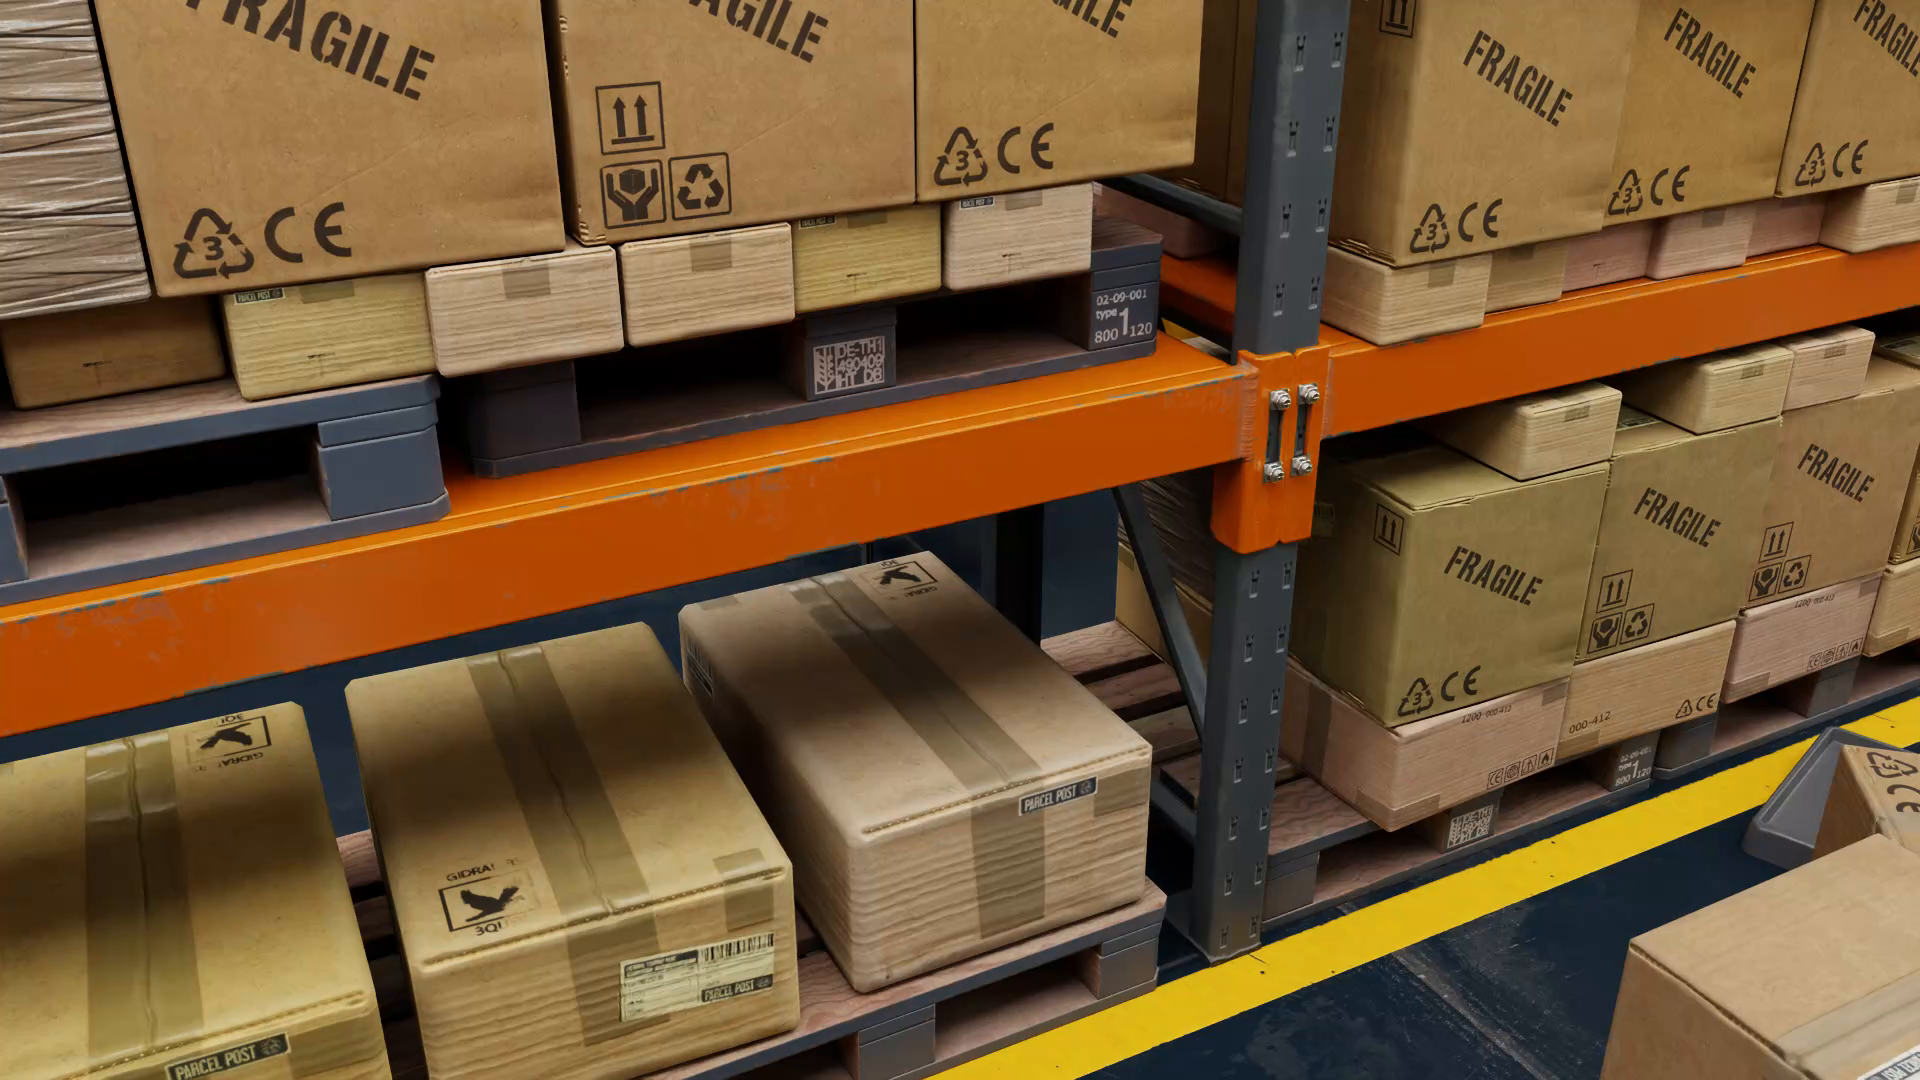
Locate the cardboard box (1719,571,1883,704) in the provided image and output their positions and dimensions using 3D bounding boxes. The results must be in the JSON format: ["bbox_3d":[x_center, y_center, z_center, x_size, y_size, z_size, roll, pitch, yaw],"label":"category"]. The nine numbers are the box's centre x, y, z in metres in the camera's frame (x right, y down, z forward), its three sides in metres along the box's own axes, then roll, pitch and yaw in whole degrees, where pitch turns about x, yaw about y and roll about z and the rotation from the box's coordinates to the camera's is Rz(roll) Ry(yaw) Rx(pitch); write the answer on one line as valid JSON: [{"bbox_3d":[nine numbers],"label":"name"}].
[{"bbox_3d":[1.917,0.135,4.195,0.500,0.250,0.500,-13,29,-26],"label":"cardboard box"}]

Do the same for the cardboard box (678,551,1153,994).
[{"bbox_3d":[-0.124,0.427,3.446,0.625,0.372,0.950,-13,28,-24],"label":"cardboard box"}]

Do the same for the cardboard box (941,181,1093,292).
[{"bbox_3d":[0.013,-0.542,2.718,0.250,0.149,0.380,-13,28,-24],"label":"cardboard box"}]

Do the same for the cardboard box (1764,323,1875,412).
[{"bbox_3d":[1.812,-0.437,3.771,0.250,0.149,0.380,-11,28,-22],"label":"cardboard box"}]

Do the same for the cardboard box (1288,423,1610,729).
[{"bbox_3d":[0.985,0.019,3.570,0.500,0.500,0.500,-12,28,-23],"label":"cardboard box"}]

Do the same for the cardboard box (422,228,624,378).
[{"bbox_3d":[-0.662,-0.376,2.372,0.250,0.149,0.380,-13,28,-25],"label":"cardboard box"}]

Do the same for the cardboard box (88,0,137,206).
[{"bbox_3d":[-1.544,-0.752,2.407,0.500,0.500,0.500,-14,29,-27],"label":"cardboard box"}]

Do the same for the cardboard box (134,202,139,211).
[{"bbox_3d":[-1.203,-0.540,2.714,0.250,0.149,0.380,-13,28,-25],"label":"cardboard box"}]

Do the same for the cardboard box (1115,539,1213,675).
[{"bbox_3d":[0.732,0.151,4.162,0.500,0.250,0.500,-12,28,-23],"label":"cardboard box"}]

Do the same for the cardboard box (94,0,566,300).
[{"bbox_3d":[-0.858,-0.659,2.212,0.500,0.500,0.500,-12,28,-23],"label":"cardboard box"}]

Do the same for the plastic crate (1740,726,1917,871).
[{"bbox_3d":[2.108,0.633,3.838,0.402,0.080,0.583,21,33,37],"label":"plastic crate"}]

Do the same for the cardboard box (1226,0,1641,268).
[{"bbox_3d":[0.857,-0.839,3.072,0.500,0.500,0.500,-13,29,-25],"label":"cardboard box"}]

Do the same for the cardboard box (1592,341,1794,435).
[{"bbox_3d":[1.576,-0.381,3.655,0.250,0.149,0.380,-12,28,-23],"label":"cardboard box"}]

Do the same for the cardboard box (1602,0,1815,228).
[{"bbox_3d":[1.289,-0.950,3.303,0.500,0.500,0.500,-13,29,-25],"label":"cardboard box"}]

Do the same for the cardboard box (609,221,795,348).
[{"bbox_3d":[-0.439,-0.429,2.483,0.250,0.149,0.380,-14,29,-26],"label":"cardboard box"}]

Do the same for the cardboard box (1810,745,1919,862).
[{"bbox_3d":[1.923,0.751,3.105,0.500,0.500,0.500,5,26,11],"label":"cardboard box"}]

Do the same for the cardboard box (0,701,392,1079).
[{"bbox_3d":[-1.370,0.717,2.842,0.625,0.372,0.950,-12,28,-23],"label":"cardboard box"}]

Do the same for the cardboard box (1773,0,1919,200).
[{"bbox_3d":[1.738,-1.047,3.506,0.500,0.500,0.500,-13,29,-26],"label":"cardboard box"}]

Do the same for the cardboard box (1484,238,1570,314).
[{"bbox_3d":[0.965,-0.576,3.274,0.250,0.149,0.380,-12,28,-24],"label":"cardboard box"}]

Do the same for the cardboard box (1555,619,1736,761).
[{"bbox_3d":[1.451,0.244,3.968,0.500,0.250,0.500,-11,28,-22],"label":"cardboard box"}]

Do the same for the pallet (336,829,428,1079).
[{"bbox_3d":[-1.427,0.990,2.944,1.213,0.211,1.003,-13,29,-25],"label":"pallet"}]

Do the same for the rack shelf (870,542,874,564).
[{"bbox_3d":[-0.146,-0.270,5.034,0.480,0.518,0.431,-13,29,-25],"label":"rack shelf"}]

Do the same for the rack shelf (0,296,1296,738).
[{"bbox_3d":[-1.428,0.055,2.500,4.000,0.370,1.077,-13,29,-25],"label":"rack shelf"}]

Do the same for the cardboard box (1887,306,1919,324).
[{"bbox_3d":[2.534,-0.605,4.120,0.250,0.149,0.380,-12,28,-23],"label":"cardboard box"}]

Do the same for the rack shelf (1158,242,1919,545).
[{"bbox_3d":[2.102,-0.759,4.197,4.000,0.370,1.077,-13,29,-25],"label":"rack shelf"}]

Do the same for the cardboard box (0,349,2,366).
[{"bbox_3d":[-1.369,-0.243,2.096,0.250,0.149,0.380,-12,28,-23],"label":"cardboard box"}]

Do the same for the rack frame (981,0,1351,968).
[{"bbox_3d":[0.337,-0.676,3.193,0.127,3.000,1.000,-13,29,-25],"label":"rack frame"}]

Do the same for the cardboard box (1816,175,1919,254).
[{"bbox_3d":[1.899,-0.762,3.661,0.250,0.149,0.380,-13,28,-25],"label":"cardboard box"}]

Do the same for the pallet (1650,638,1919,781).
[{"bbox_3d":[1.991,0.180,4.630,1.213,0.211,1.003,-13,29,-25],"label":"pallet"}]

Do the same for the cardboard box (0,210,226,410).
[{"bbox_3d":[-1.175,-0.325,2.267,0.250,0.149,0.380,-14,29,-27],"label":"cardboard box"}]

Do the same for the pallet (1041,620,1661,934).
[{"bbox_3d":[0.913,0.431,4.109,1.213,0.211,1.003,-13,29,-25],"label":"pallet"}]

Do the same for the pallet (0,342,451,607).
[{"bbox_3d":[-1.465,-0.194,2.410,1.213,0.211,1.003,-13,29,-25],"label":"pallet"}]

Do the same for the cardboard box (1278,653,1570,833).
[{"bbox_3d":[0.985,0.357,3.733,0.500,0.250,0.500,-14,29,-27],"label":"cardboard box"}]

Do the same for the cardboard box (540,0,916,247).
[{"bbox_3d":[-0.399,-0.761,2.426,0.500,0.500,0.500,-13,28,-25],"label":"cardboard box"}]

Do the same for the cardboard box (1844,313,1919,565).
[{"bbox_3d":[2.375,-0.308,4.252,0.500,0.500,0.500,-14,29,-26],"label":"cardboard box"}]

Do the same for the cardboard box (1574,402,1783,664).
[{"bbox_3d":[1.452,-0.095,3.807,0.500,0.500,0.500,-12,28,-23],"label":"cardboard box"}]

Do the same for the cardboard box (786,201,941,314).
[{"bbox_3d":[-0.228,-0.495,2.621,0.250,0.149,0.380,-14,29,-27],"label":"cardboard box"}]

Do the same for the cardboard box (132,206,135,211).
[{"bbox_3d":[-3.145,-1.424,7.009,0.625,0.625,0.875,-13,29,-26],"label":"cardboard box"}]

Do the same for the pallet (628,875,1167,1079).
[{"bbox_3d":[-0.349,0.740,3.465,1.213,0.211,1.003,-13,29,-25],"label":"pallet"}]

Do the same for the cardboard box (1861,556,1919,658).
[{"bbox_3d":[2.360,0.038,4.397,0.500,0.250,0.500,-14,29,-27],"label":"cardboard box"}]

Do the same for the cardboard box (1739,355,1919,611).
[{"bbox_3d":[1.910,-0.200,4.025,0.500,0.500,0.500,-11,28,-22],"label":"cardboard box"}]

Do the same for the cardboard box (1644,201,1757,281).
[{"bbox_3d":[1.419,-0.679,3.488,0.250,0.149,0.380,-12,28,-24],"label":"cardboard box"}]

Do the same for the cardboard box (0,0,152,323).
[{"bbox_3d":[-1.319,-0.552,1.989,0.500,0.500,0.500,-14,29,-27],"label":"cardboard box"}]

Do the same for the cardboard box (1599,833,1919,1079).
[{"bbox_3d":[1.201,0.783,2.167,0.500,0.500,0.500,-13,29,-25],"label":"cardboard box"}]

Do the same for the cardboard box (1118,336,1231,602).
[{"bbox_3d":[0.733,-0.187,3.999,0.500,0.500,0.500,-13,29,-26],"label":"cardboard box"}]

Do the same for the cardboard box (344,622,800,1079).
[{"bbox_3d":[-0.757,0.575,3.138,0.625,0.372,0.950,-11,28,-22],"label":"cardboard box"}]

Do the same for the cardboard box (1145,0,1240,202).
[{"bbox_3d":[0.612,-1.041,3.493,0.500,0.500,0.500,-14,29,-26],"label":"cardboard box"}]

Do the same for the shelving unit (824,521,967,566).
[{"bbox_3d":[-0.146,-0.913,4.725,0.503,2.100,0.431,-13,29,-25],"label":"shelving unit"}]

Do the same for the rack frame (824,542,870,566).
[{"bbox_3d":[-0.361,-0.863,4.622,0.015,2.100,0.400,-13,29,-25],"label":"rack frame"}]

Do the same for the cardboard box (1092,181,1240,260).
[{"bbox_3d":[0.477,-0.745,3.626,0.250,0.149,0.380,-13,29,-26],"label":"cardboard box"}]

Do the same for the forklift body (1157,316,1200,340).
[{"bbox_3d":[0.713,-1.920,6.764,1.214,2.155,2.313,-13,29,-25],"label":"forklift body"}]

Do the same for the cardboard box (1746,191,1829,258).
[{"bbox_3d":[1.640,-0.745,3.626,0.250,0.149,0.380,-13,29,-25],"label":"cardboard box"}]

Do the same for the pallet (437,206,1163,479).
[{"bbox_3d":[-0.406,-0.490,3.026,1.213,0.211,1.003,-13,29,-25],"label":"pallet"}]

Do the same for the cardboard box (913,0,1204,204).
[{"bbox_3d":[0.038,-0.863,2.637,0.500,0.500,0.500,-14,29,-26],"label":"cardboard box"}]

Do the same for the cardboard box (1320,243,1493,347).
[{"bbox_3d":[0.766,-0.505,3.126,0.250,0.149,0.380,-13,29,-25],"label":"cardboard box"}]

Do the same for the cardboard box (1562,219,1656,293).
[{"bbox_3d":[1.185,-0.642,3.411,0.250,0.149,0.380,-13,29,-25],"label":"cardboard box"}]

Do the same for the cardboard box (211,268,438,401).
[{"bbox_3d":[-0.894,-0.340,2.297,0.250,0.149,0.380,-13,29,-25],"label":"cardboard box"}]

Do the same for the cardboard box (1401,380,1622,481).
[{"bbox_3d":[1.123,-0.276,3.435,0.250,0.149,0.380,-13,28,-24],"label":"cardboard box"}]
